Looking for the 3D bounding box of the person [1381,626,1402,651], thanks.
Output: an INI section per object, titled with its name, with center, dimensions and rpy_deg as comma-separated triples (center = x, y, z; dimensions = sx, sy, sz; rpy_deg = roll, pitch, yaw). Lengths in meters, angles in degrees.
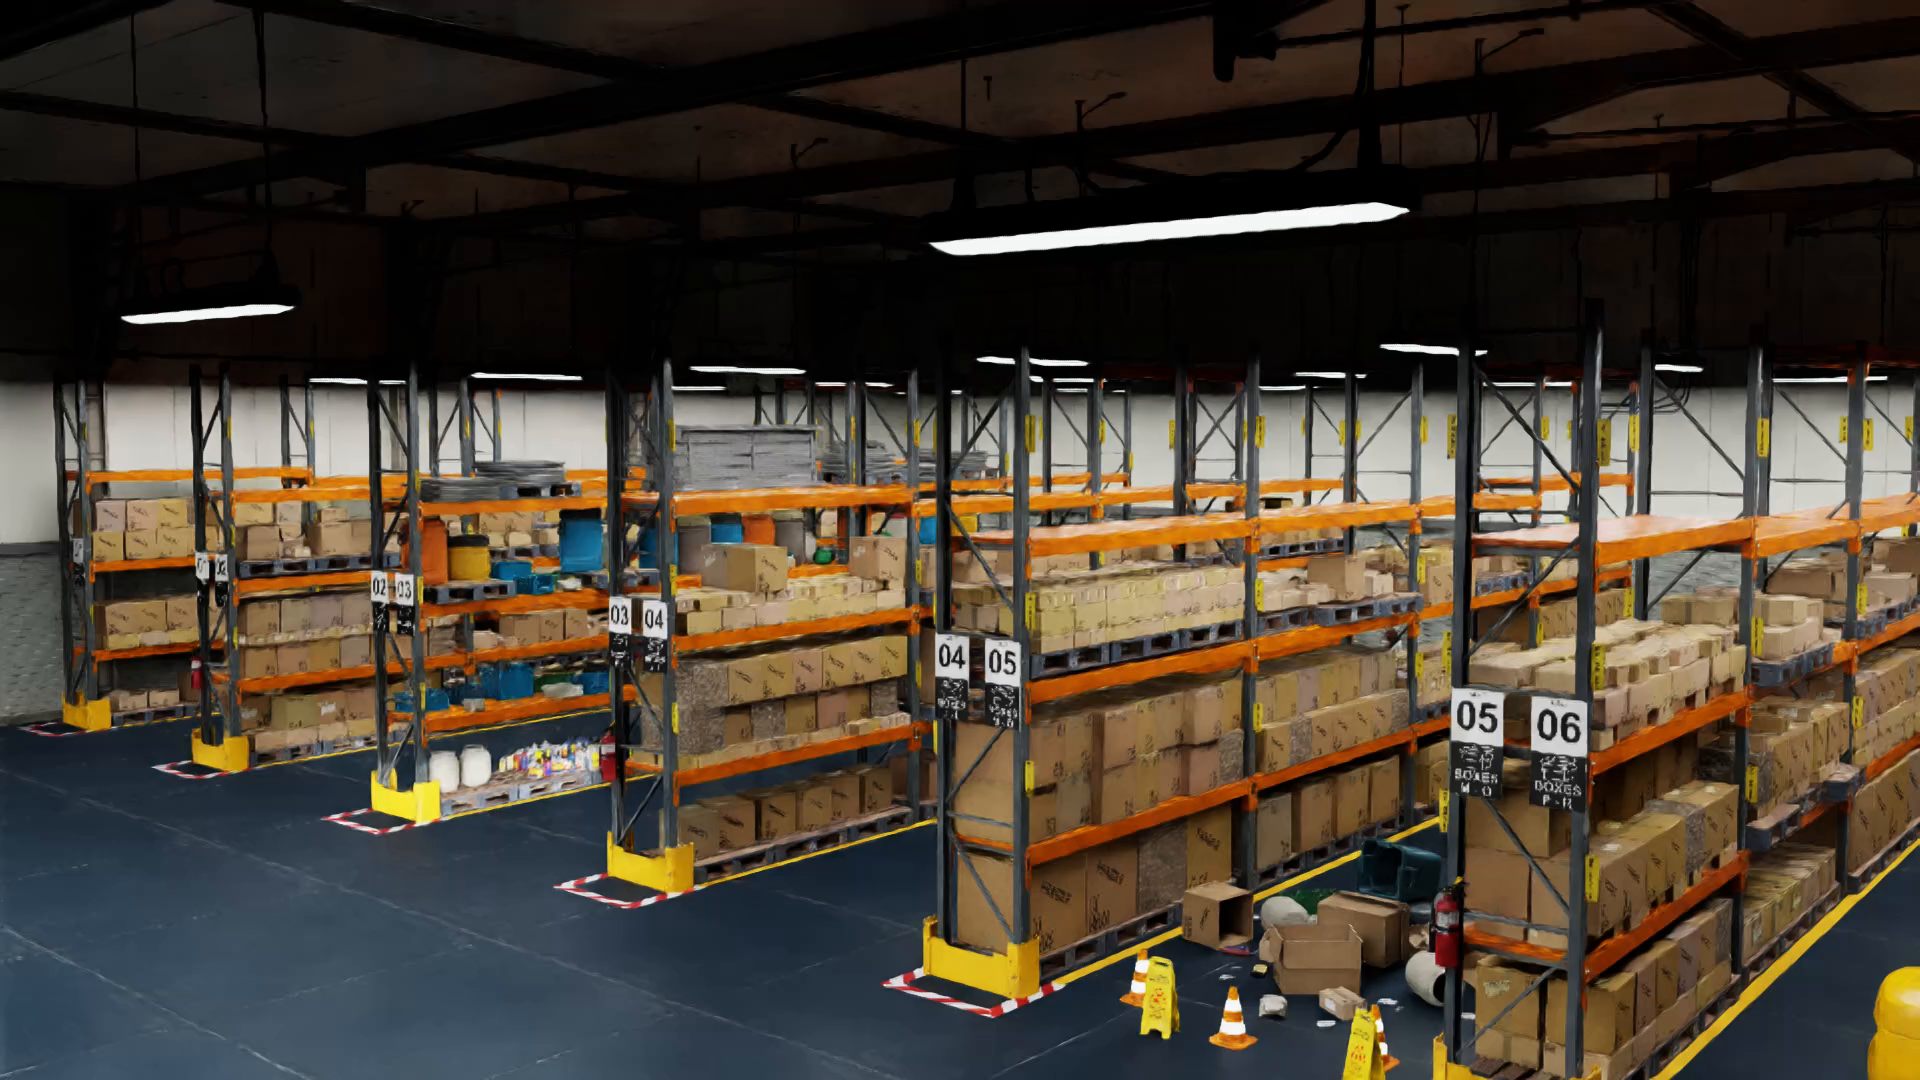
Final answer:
[person]
center = 7.626, 2.290, 29.391
dimensions = 0.417, 1.480, 1.037
rpy_deg = 4, 6, 42
